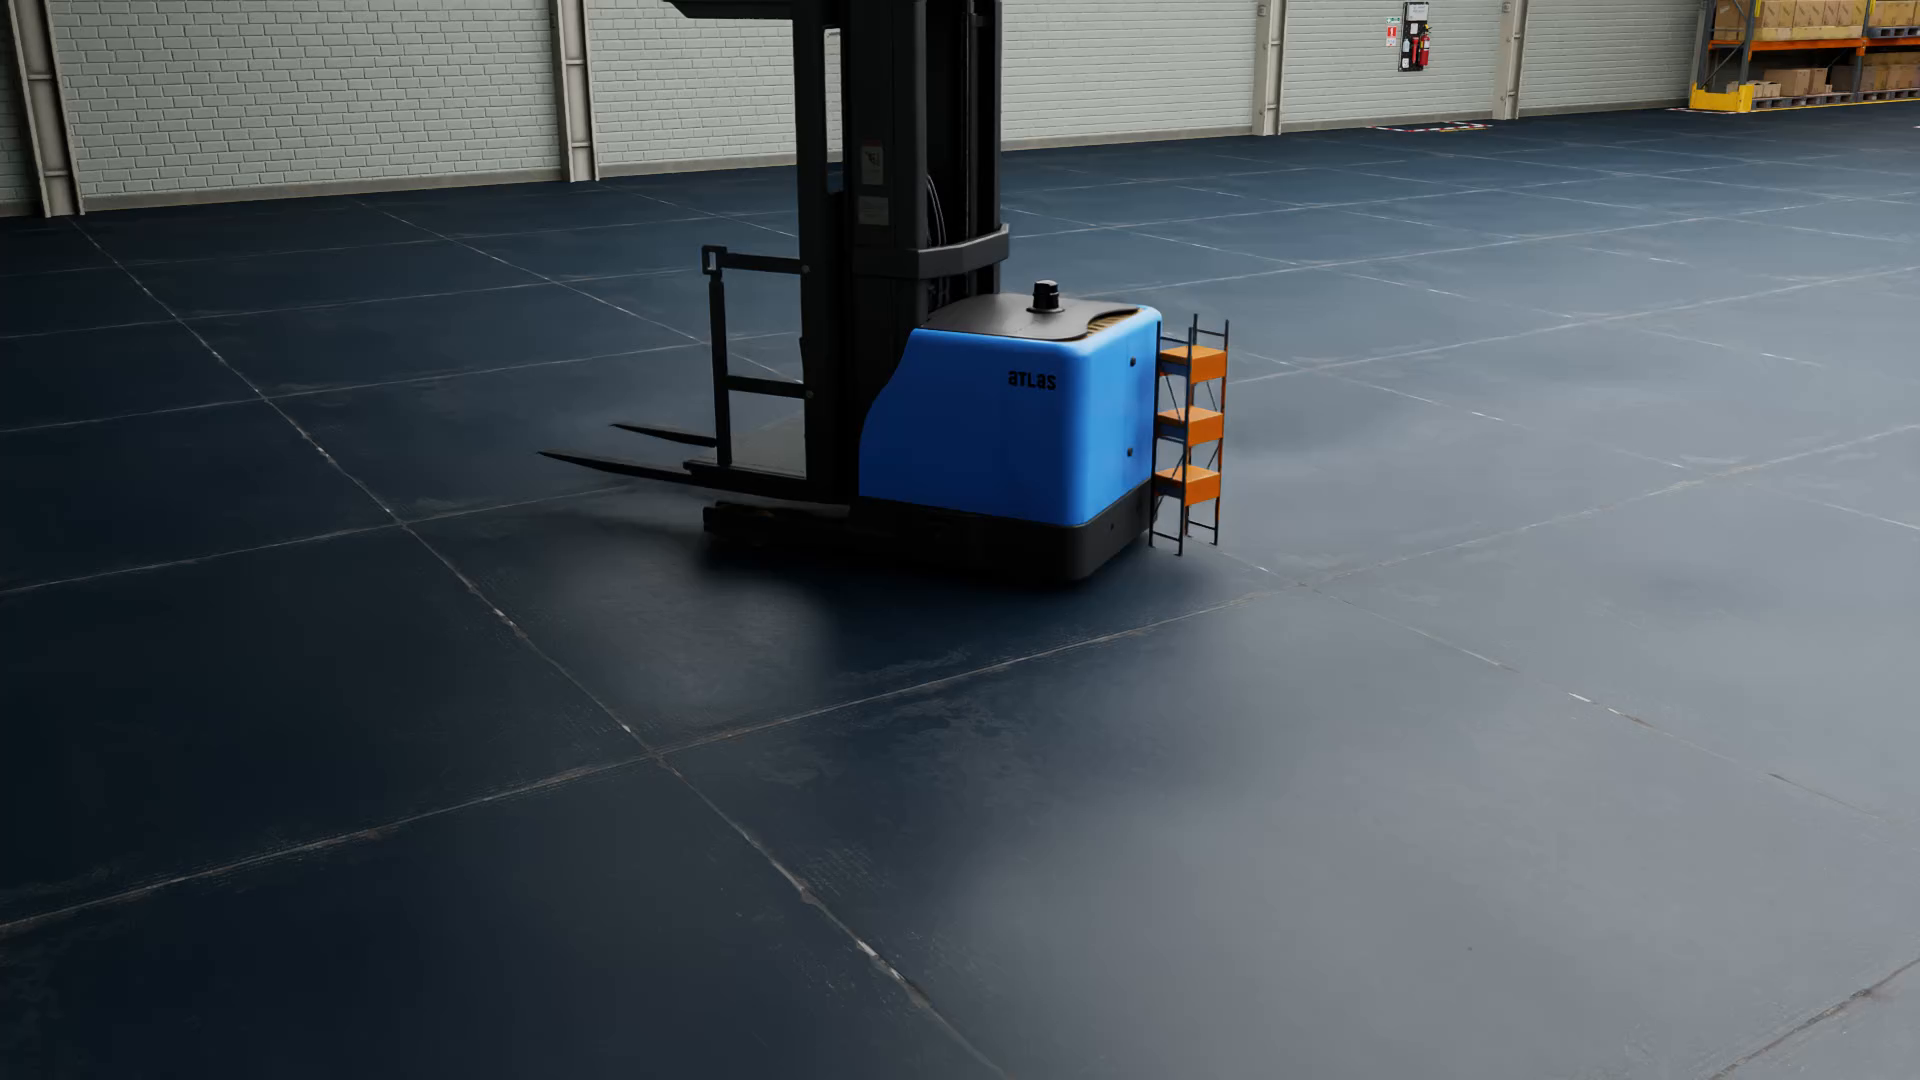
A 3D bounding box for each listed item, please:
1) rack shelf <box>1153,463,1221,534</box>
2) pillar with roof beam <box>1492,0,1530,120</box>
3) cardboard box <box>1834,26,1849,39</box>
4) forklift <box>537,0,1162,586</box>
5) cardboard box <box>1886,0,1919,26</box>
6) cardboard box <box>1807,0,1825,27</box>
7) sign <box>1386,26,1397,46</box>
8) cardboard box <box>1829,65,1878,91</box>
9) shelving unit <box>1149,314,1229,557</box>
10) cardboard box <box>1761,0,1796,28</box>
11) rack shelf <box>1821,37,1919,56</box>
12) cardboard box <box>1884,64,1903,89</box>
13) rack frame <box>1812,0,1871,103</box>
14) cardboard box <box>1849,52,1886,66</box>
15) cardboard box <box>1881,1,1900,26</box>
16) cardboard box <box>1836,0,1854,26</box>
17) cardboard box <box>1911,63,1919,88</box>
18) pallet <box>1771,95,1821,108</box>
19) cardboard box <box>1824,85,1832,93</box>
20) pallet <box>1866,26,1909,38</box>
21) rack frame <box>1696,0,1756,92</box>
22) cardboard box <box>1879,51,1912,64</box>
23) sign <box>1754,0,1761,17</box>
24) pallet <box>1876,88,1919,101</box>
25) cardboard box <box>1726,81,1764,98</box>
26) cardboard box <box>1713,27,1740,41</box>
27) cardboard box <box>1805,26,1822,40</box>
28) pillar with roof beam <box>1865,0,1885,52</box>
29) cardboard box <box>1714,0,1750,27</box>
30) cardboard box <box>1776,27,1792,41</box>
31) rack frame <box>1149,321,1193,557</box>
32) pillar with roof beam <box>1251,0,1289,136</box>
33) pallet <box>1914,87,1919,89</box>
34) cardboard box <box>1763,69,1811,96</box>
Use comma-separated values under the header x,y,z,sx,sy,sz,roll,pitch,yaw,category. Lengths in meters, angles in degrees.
x,y,z,sx,sy,sz,roll,pitch,yaw,category
1.029,-0.197,7.590,0.240,0.259,0.215,-16,24,-39,rack shelf
12.487,-10.944,26.065,0.400,9.000,9.100,-12,22,-31,pillar with roof beam
17.713,-10.349,33.874,0.500,0.250,0.500,-12,22,-31,cardboard box
-0.625,-1.502,7.611,3.031,2.935,1.130,9,21,25,forklift
20.288,-11.310,35.671,0.500,0.500,0.700,-12,22,-31,cardboard box
16.863,-10.521,33.213,0.500,0.500,0.500,-11,22,-30,cardboard box
7.516,-8.775,28.963,0.234,0.329,0.001,-12,22,-31,sign
18.968,-9.819,35.320,0.500,0.500,0.700,-11,22,-30,cardboard box
1.029,-0.471,7.498,0.252,1.050,0.215,-16,24,-39,shelving unit
16.004,-10.337,32.671,0.500,0.500,0.500,-12,22,-31,cardboard box
20.033,-10.672,35.751,4.000,0.370,1.077,-12,22,-31,rack shelf
19.820,-10.002,35.863,0.500,0.500,0.700,-12,22,-31,cardboard box
18.362,-10.660,34.593,0.127,3.000,1.000,-12,22,-31,rack frame
19.334,-10.252,35.432,0.500,0.250,0.500,-12,22,-33,cardboard box
19.277,-11.093,35.030,0.500,0.500,0.700,-9,21,-26,cardboard box
17.724,-10.698,33.738,0.500,0.500,0.500,-12,22,-32,cardboard box
20.636,-10.189,36.414,0.500,0.500,0.700,-12,22,-31,cardboard box
16.801,-8.995,34.022,1.213,0.211,1.003,-12,22,-31,pallet
17.932,-9.424,34.674,0.250,0.166,0.380,-16,24,-38,cardboard box
19.080,-10.665,34.907,1.213,0.211,1.003,-12,22,-31,pallet
15.021,-9.956,32.509,0.127,3.000,1.000,-12,22,-31,rack frame
20.193,-10.428,35.951,0.500,0.250,0.500,-12,22,-32,cardboard box
15.320,-10.221,31.941,0.005,0.325,0.100,-12,22,-31,sign
20.032,-9.693,36.086,1.213,0.211,1.003,-12,22,-31,pallet
15.649,-8.988,33.159,0.500,0.311,0.500,-15,24,-37,cardboard box
15.305,-10.028,32.927,0.500,0.250,0.500,-12,22,-31,cardboard box
16.882,-10.167,33.337,0.500,0.250,0.500,-12,22,-31,cardboard box
22.509,-13.058,32.318,0.400,9.000,9.100,-12,22,-31,pillar with roof beam
15.298,-10.389,32.824,0.500,0.500,0.500,-12,22,-32,cardboard box
16.029,-9.990,32.815,0.500,0.250,0.500,-13,22,-33,cardboard box
0.937,-0.445,7.421,0.008,1.050,0.200,-16,24,-39,rack frame
7.476,-9.887,22.939,0.400,9.000,9.100,-12,22,-31,pillar with roof beam
21.049,-9.906,36.718,1.213,0.211,1.003,-12,22,-31,pallet
16.765,-9.294,33.768,0.500,0.500,0.700,-14,23,-35,cardboard box
